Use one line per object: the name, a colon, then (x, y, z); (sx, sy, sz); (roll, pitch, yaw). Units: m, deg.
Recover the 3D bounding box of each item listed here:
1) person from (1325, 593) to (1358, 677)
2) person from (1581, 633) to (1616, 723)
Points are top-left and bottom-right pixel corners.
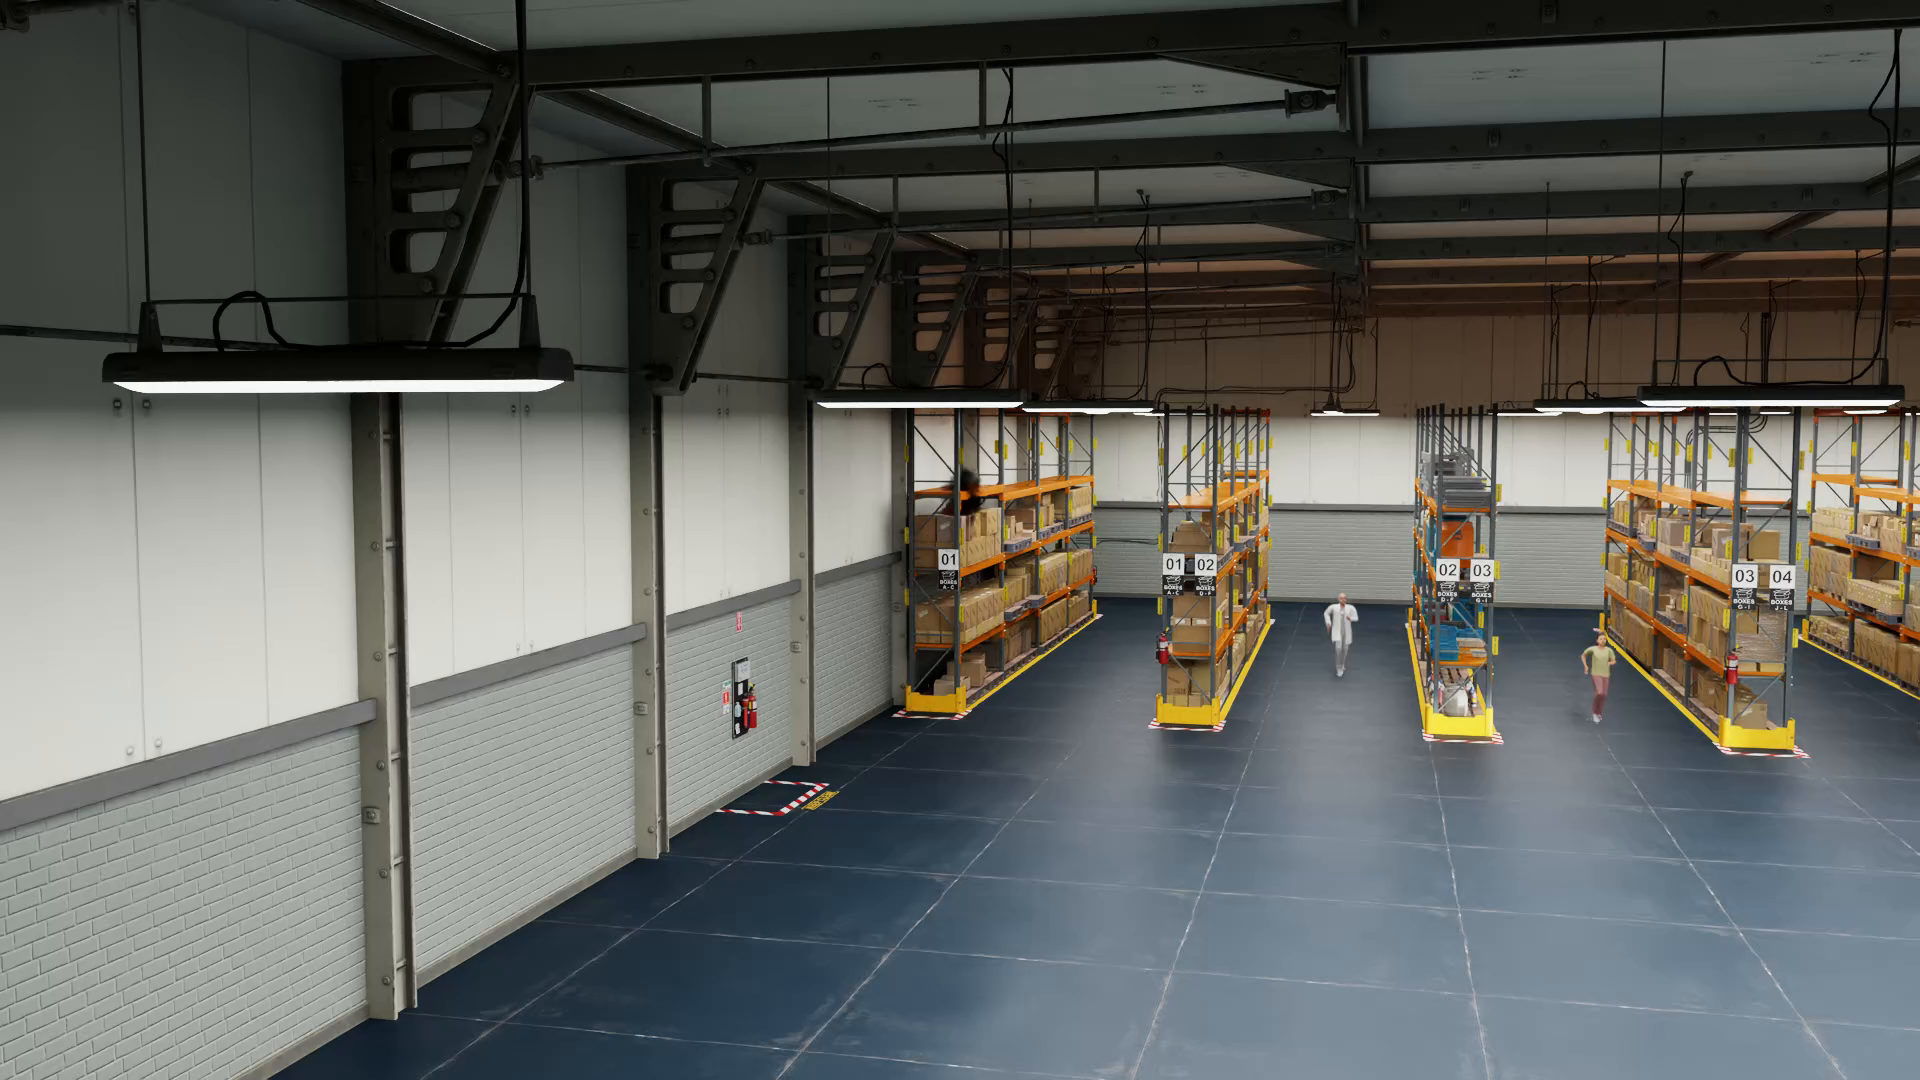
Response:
person: (8.564, 2.099, 37.296); (0.689, 1.812, 0.973); (0, 4, 2)
person: (12.100, 2.600, 31.440); (0.546, 1.700, 0.703); (0, 4, -1)
